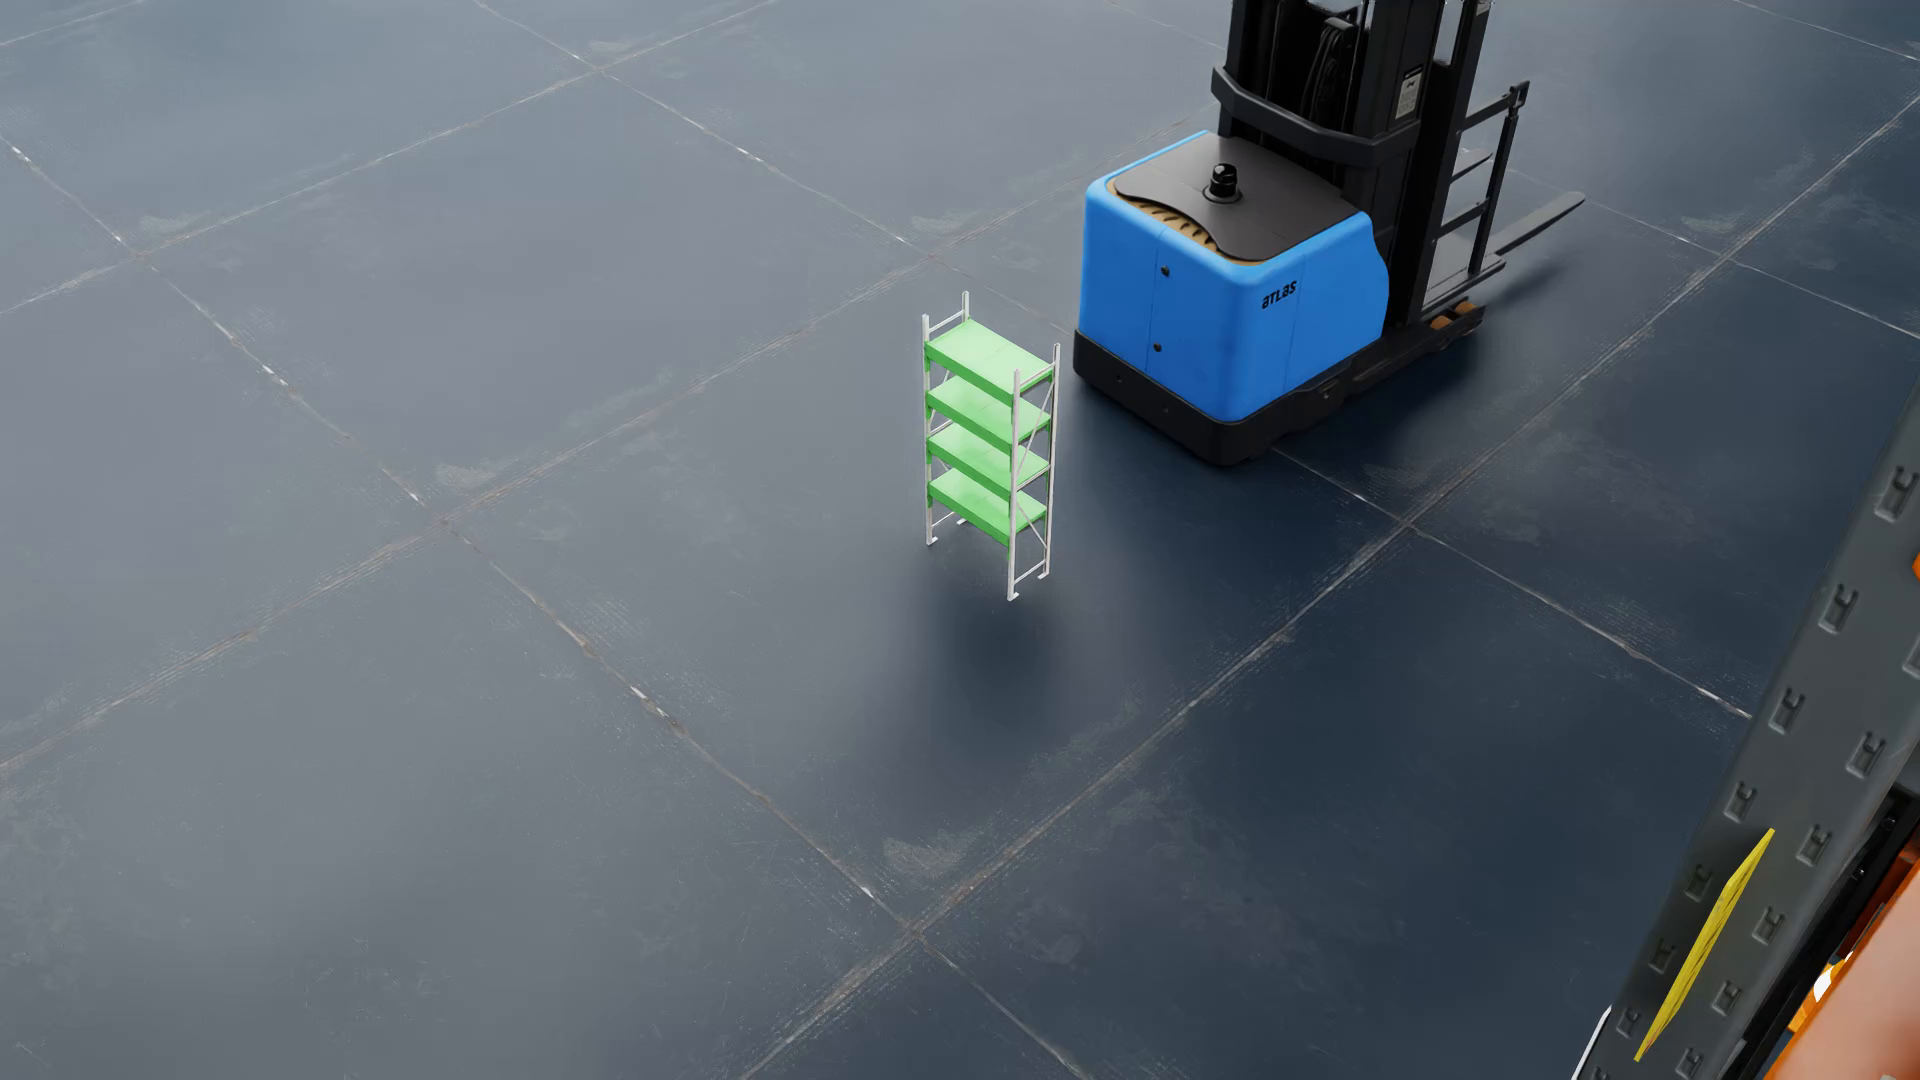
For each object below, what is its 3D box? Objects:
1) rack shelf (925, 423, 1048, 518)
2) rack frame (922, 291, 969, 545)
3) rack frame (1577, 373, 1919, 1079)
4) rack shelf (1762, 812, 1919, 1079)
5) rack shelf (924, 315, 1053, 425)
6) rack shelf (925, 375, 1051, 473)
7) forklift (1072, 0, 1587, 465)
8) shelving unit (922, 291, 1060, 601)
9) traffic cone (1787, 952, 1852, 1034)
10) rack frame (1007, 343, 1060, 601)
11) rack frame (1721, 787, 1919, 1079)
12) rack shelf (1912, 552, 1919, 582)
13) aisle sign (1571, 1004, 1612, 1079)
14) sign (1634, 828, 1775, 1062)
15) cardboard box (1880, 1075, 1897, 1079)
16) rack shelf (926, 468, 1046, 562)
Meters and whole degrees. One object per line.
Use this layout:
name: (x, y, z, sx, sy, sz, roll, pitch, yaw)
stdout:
rack shelf: (0.117, -0.314, 6.800, 0.258, 0.148, 0.480, -34, 53, -31)
rack frame: (-0.055, -0.478, 6.884, 0.240, 1.200, 0.015, -34, 53, -31)
rack frame: (1.154, -0.616, 1.286, 1.000, 3.000, 0.127, -34, 53, -31)
rack shelf: (2.567, 1.711, 1.508, 1.077, 0.370, 4.000, -34, 53, -31)
rack shelf: (0.117, -0.667, 6.474, 0.258, 0.148, 0.480, -34, 53, -31)
rack shelf: (0.117, -0.490, 6.637, 0.258, 0.148, 0.480, -34, 53, -31)
forklift: (1.994, -2.266, 7.543, 3.031, 2.935, 1.130, -30, 51, -28)
shelving unit: (0.117, -0.361, 6.757, 0.258, 1.200, 0.503, -34, 53, -31)
traffic cone: (2.917, 1.412, 5.381, 0.336, 0.463, 0.334, -34, 53, -31)
rack frame: (0.289, -0.244, 6.630, 0.240, 1.200, 0.015, -34, 53, -31)
rack frame: (1.154, 1.587, 3.322, 1.000, 3.000, 0.127, -34, 53, -31)
rack shelf: (2.567, 0.611, 0.491, 1.077, 0.370, 4.000, -34, 53, -31)
aisle sign: (0.891, 0.752, 2.311, 0.394, 0.787, 0.004, -34, 53, -31)
sign: (0.770, 0.425, 1.726, 0.100, 0.325, 0.005, -34, 53, -31)
cardboard box: (1.159, 0.893, 2.048, 0.380, 0.149, 0.250, -34, 53, -31)
rack shelf: (0.117, -0.138, 6.963, 0.258, 0.148, 0.480, -34, 53, -31)
